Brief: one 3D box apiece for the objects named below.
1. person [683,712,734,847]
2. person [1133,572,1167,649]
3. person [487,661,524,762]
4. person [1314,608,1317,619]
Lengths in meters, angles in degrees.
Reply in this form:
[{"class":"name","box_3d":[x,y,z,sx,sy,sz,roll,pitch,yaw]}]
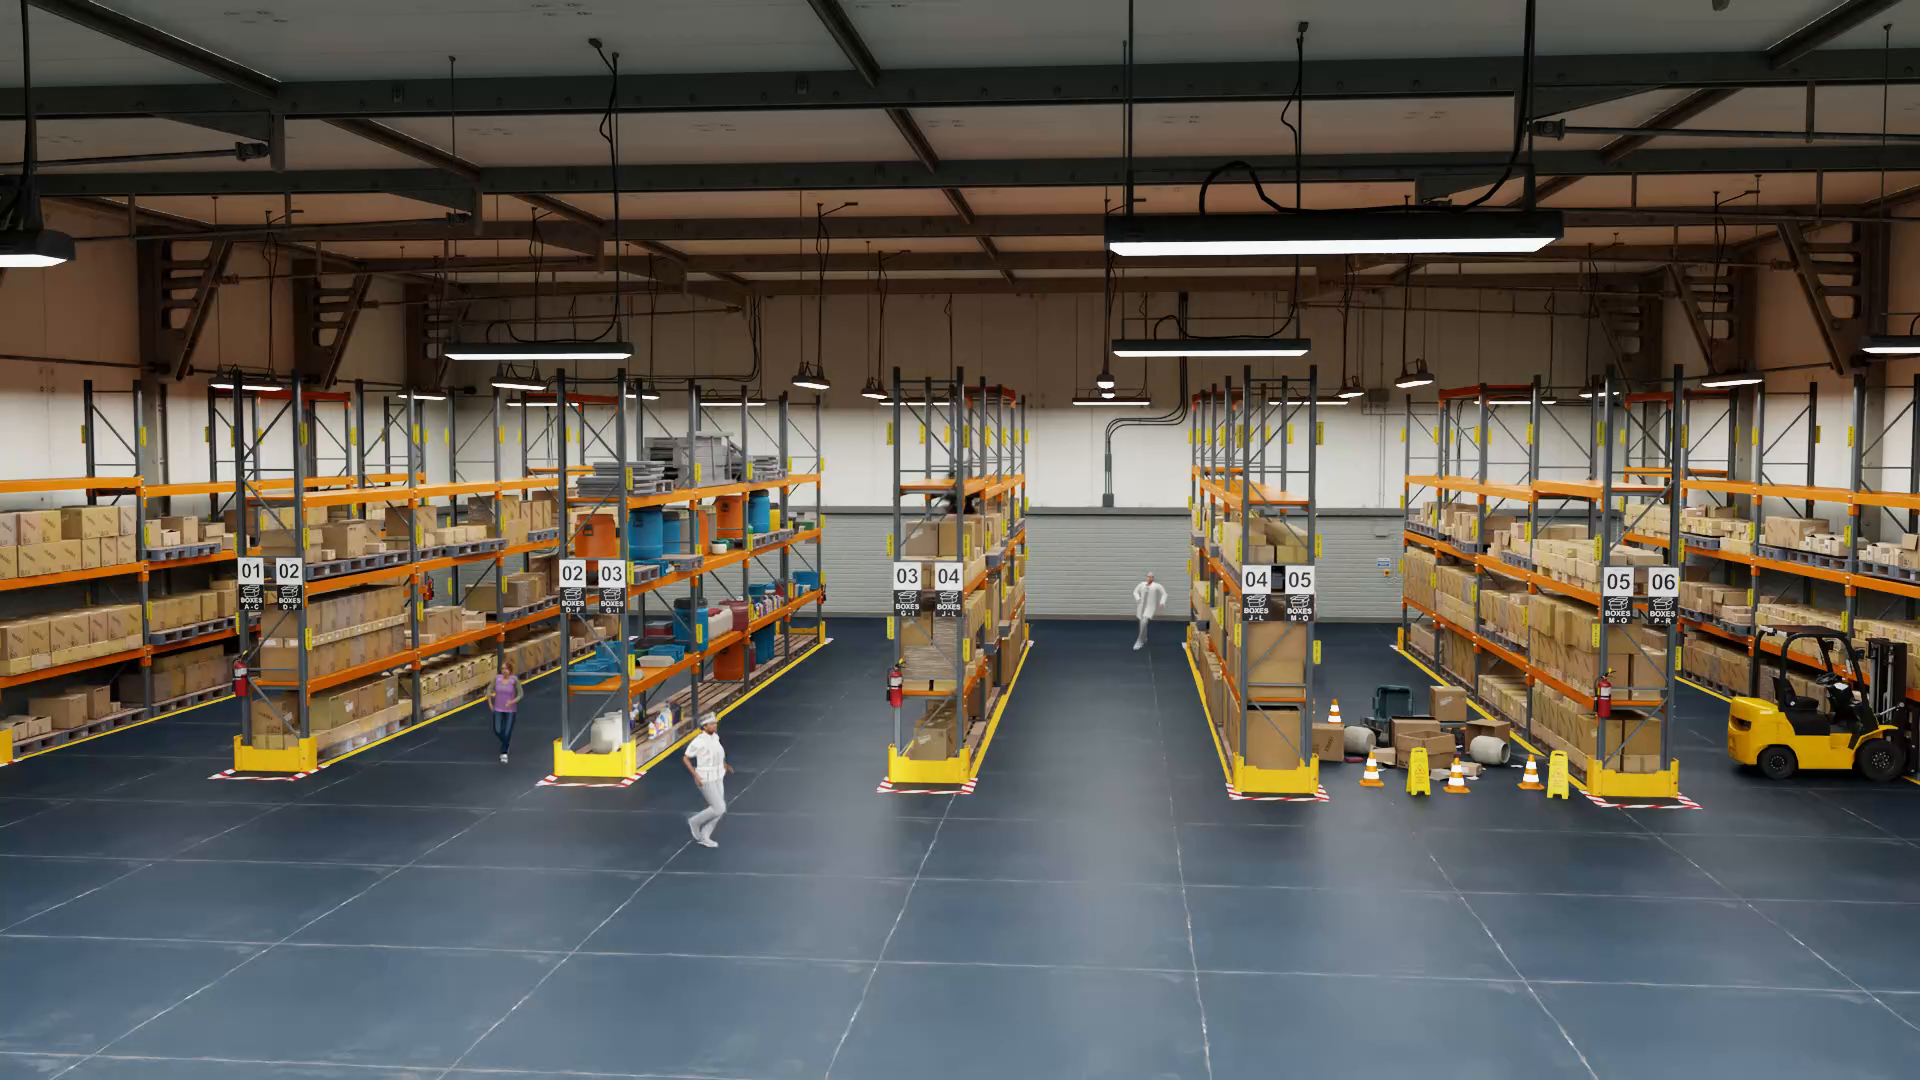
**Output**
[{"class":"person","box_3d":[-3.016,2.918,20.257,0.550,1.661,0.568,2,4,26]},{"class":"person","box_3d":[4.465,1.666,39.461,0.769,1.810,0.879,2,4,31]},{"class":"person","box_3d":[-6.978,2.634,25.474,0.585,1.559,0.500,0,4,-6]},{"class":"person","box_3d":[7.377,1.897,36.050,0.662,1.771,0.868,0,4,3]}]
